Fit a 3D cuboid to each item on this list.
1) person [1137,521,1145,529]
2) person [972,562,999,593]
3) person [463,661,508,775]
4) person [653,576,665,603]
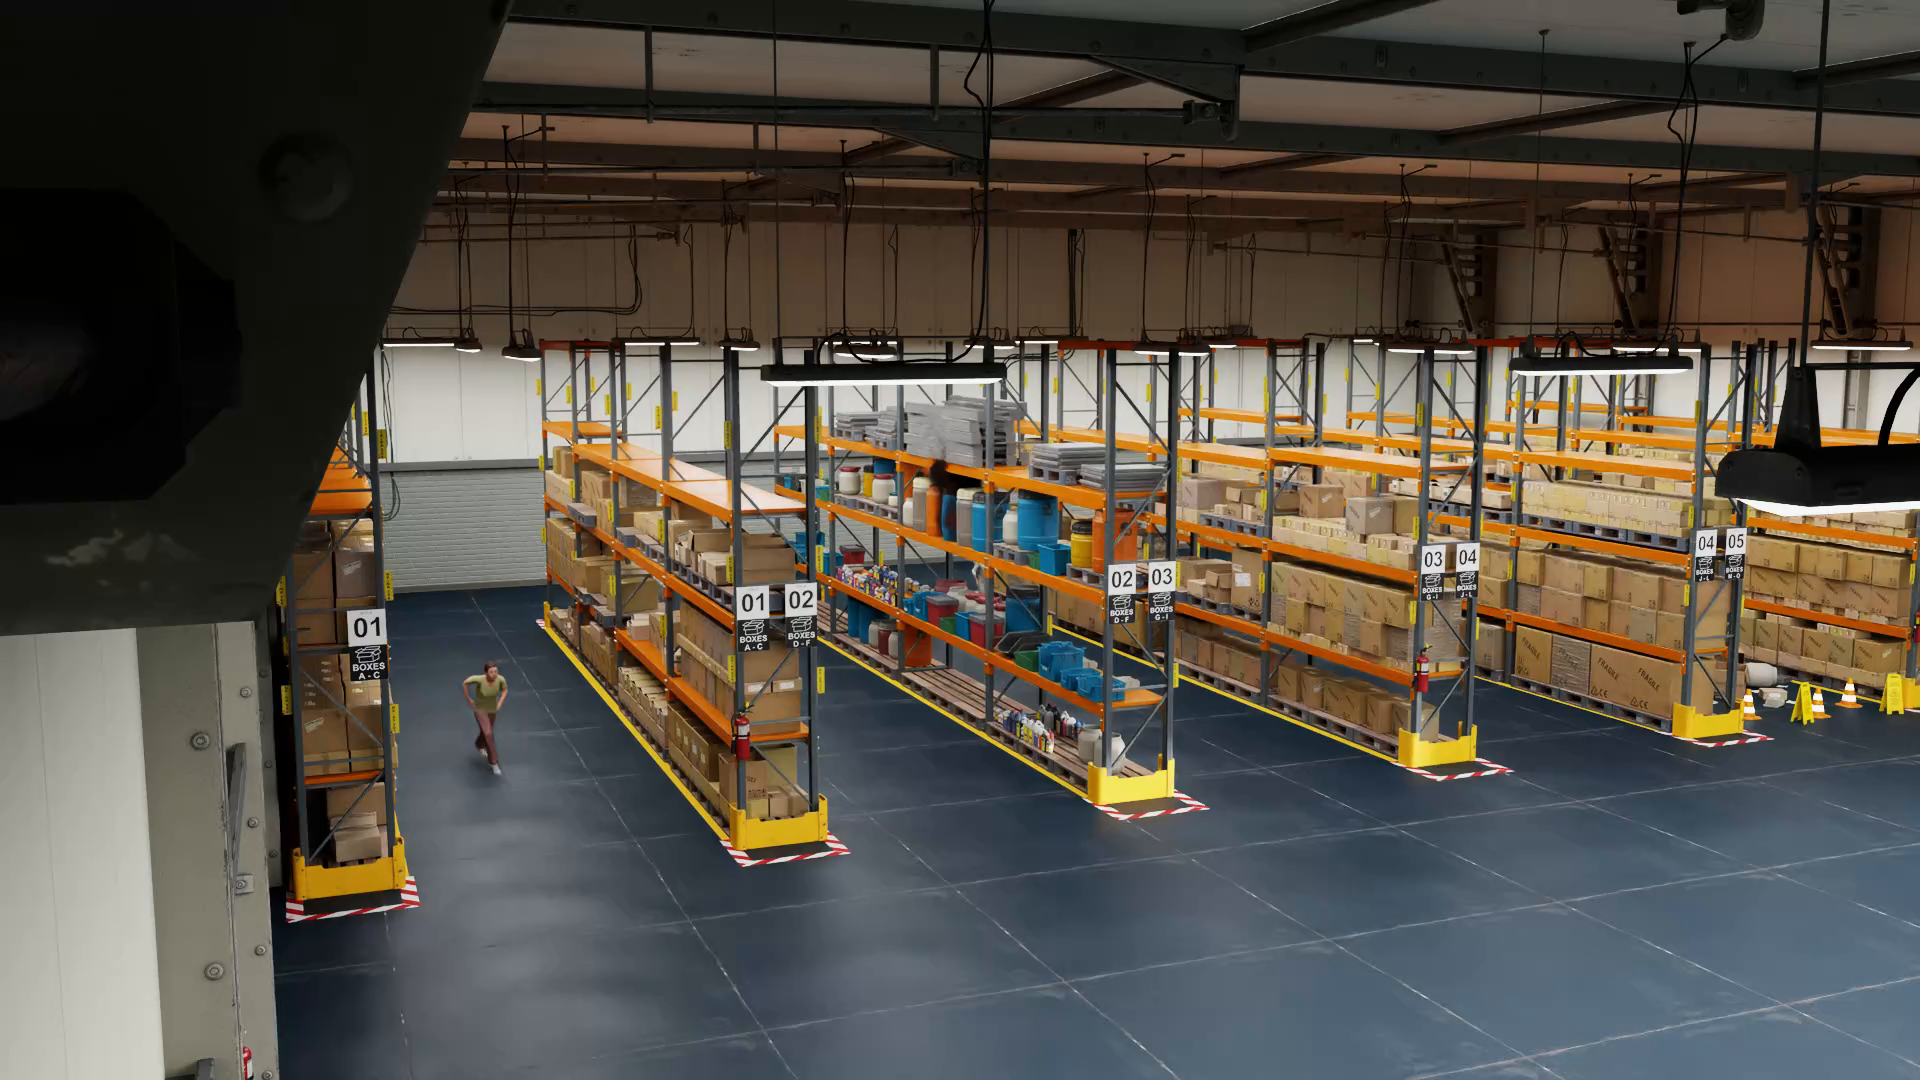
[{"bbox_3d":[4.242,0.186,40.710,0.617,1.783,0.852,-1,7,-8],"label":"person"},{"bbox_3d":[0.538,1.063,35.293,0.549,1.415,0.800,-2,8,-18],"label":"person"},{"bbox_3d":[-6.791,2.481,23.753,0.619,1.628,1.002,-4,9,-29],"label":"person"},{"bbox_3d":[-6.231,0.972,34.948,0.647,1.743,0.612,-5,9,-35],"label":"person"}]
